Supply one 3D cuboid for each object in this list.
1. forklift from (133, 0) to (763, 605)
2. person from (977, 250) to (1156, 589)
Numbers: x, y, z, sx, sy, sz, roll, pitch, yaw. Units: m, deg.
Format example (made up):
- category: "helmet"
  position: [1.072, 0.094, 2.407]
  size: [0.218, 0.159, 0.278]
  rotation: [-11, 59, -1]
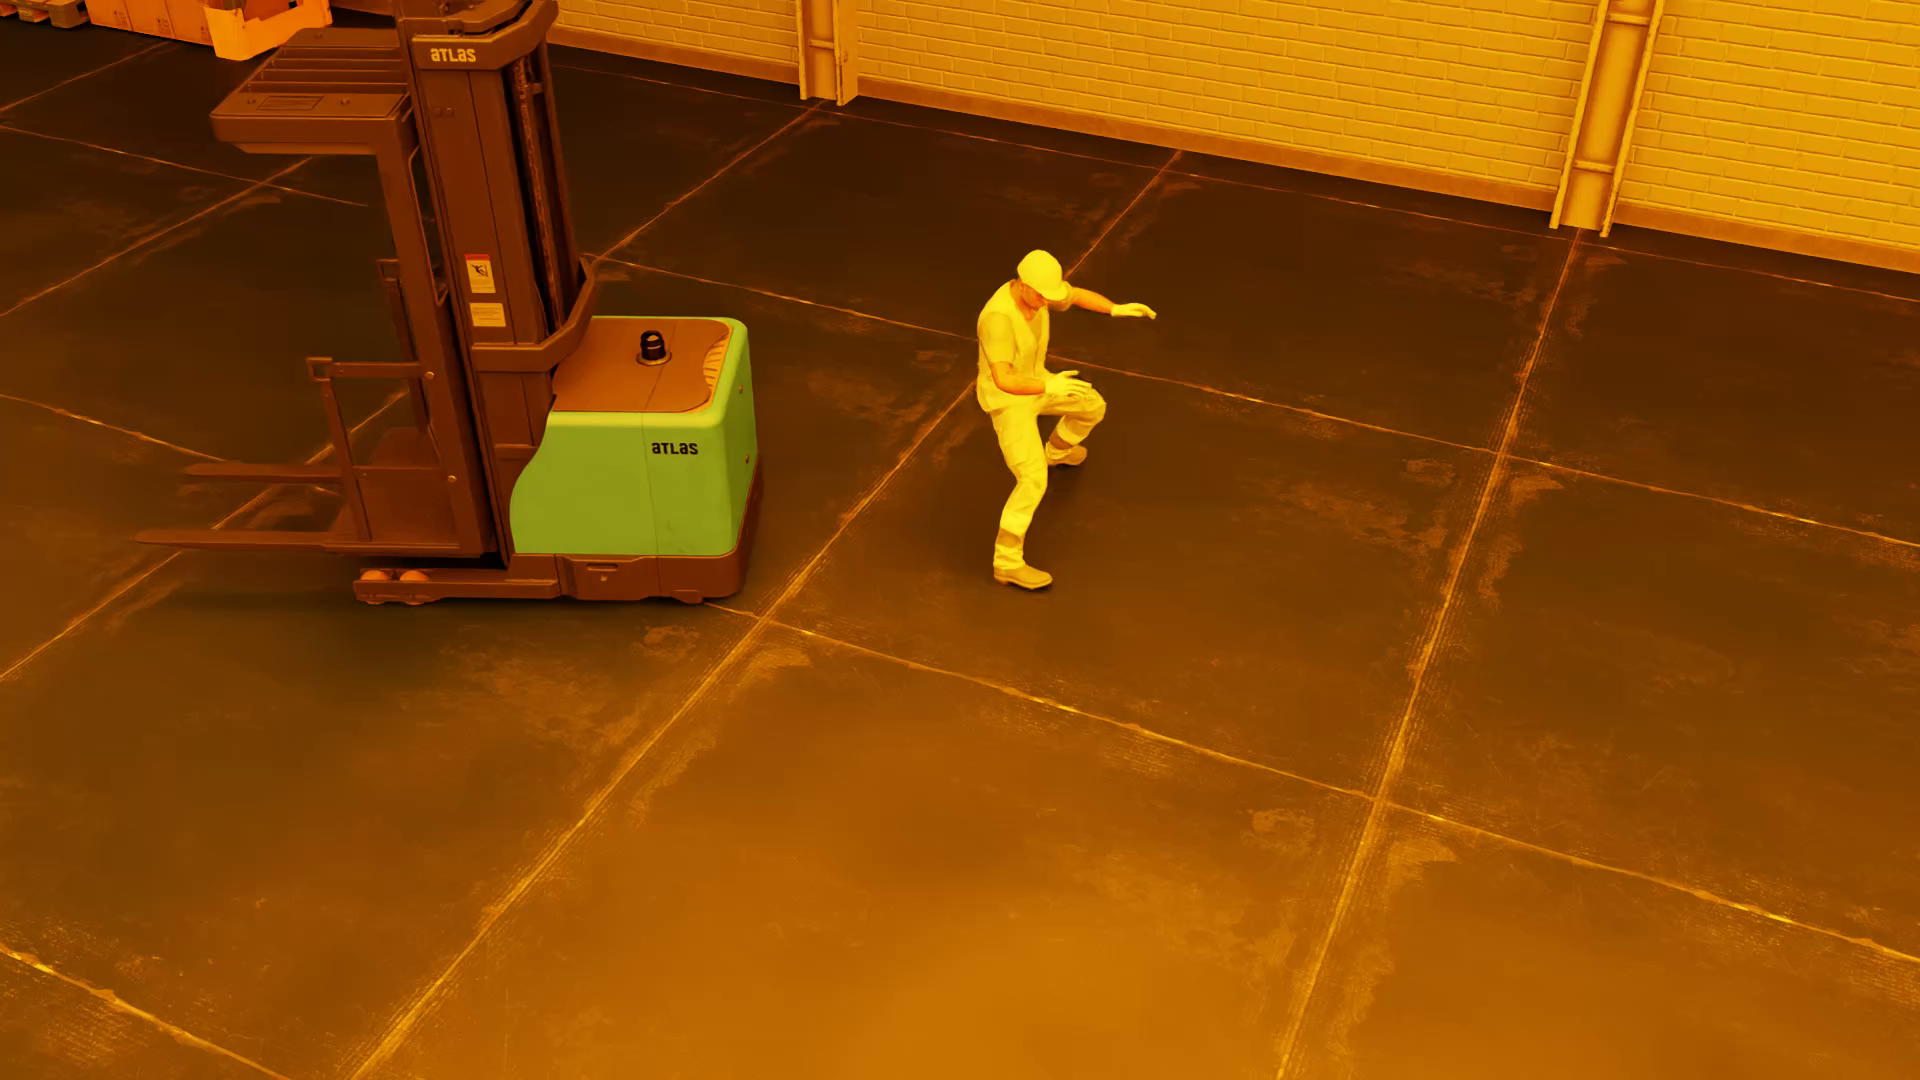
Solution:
- category: "forklift"
  position: [-2.574, -1.181, 7.742]
  size: [3.031, 2.935, 1.130]
  rotation: [1, 36, 1]
- category: "person"
  position: [0.448, -0.743, 8.321]
  size: [0.691, 1.547, 1.228]
  rotation: [22, 41, 27]
